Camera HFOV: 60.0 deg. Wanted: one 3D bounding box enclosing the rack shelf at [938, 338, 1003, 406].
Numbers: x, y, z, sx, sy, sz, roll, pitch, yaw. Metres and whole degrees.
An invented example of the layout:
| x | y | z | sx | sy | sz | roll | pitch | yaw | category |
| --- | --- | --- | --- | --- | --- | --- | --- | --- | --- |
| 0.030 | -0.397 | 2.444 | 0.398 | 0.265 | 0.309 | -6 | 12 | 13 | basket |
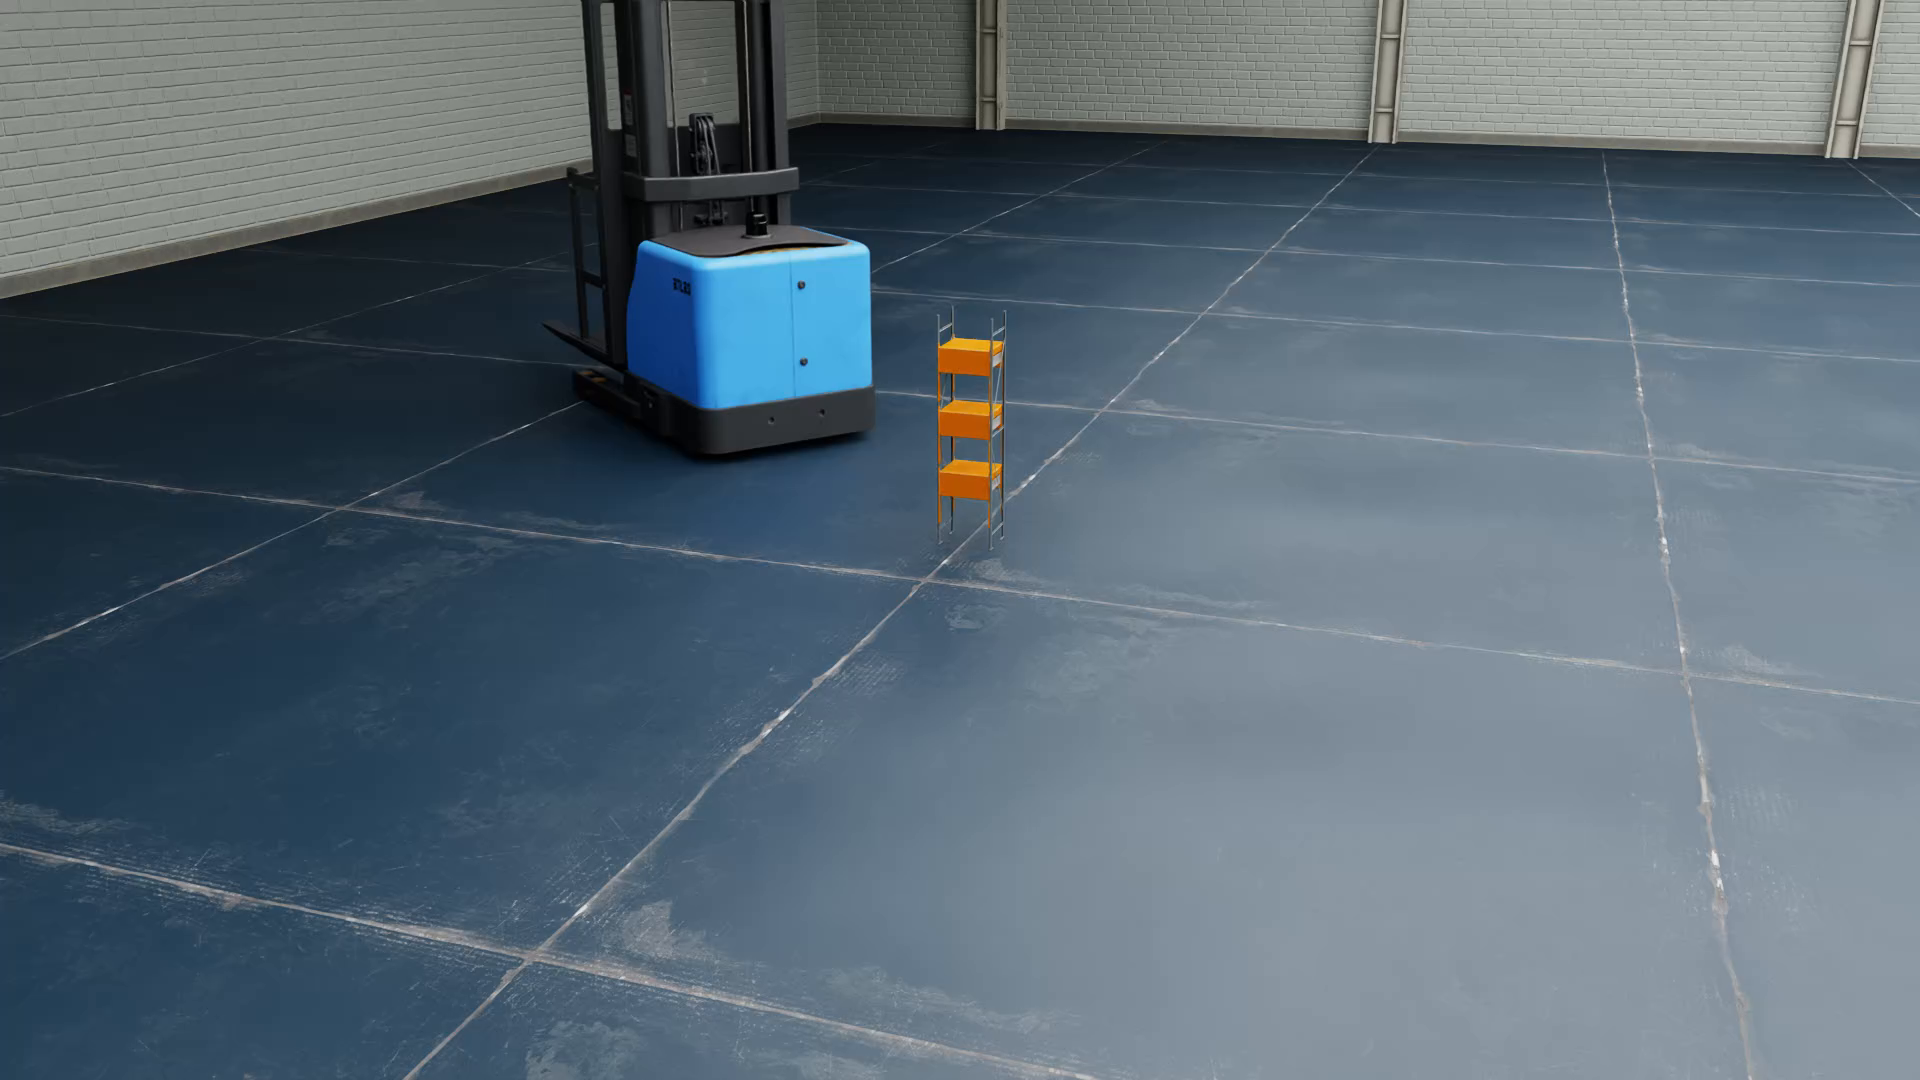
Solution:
| x | y | z | sx | sy | sz | roll | pitch | yaw | category |
| --- | --- | --- | --- | --- | --- | --- | --- | --- | --- |
| 0.051 | -0.748 | 7.297 | 0.240 | 0.259 | 0.215 | 7 | 20 | 18 | rack shelf |

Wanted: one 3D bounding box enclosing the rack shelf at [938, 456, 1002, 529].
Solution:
| x | y | z | sx | sy | sz | roll | pitch | yaw | category |
| --- | --- | --- | --- | --- | --- | --- | --- | --- | --- |
| 0.051 | -0.218 | 7.482 | 0.240 | 0.259 | 0.215 | 7 | 20 | 18 | rack shelf |

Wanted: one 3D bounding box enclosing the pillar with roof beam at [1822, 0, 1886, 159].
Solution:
| x | y | z | sx | sy | sz | roll | pitch | yaw | category |
| --- | --- | --- | --- | --- | --- | --- | --- | --- | --- |
| 10.401 | -8.053 | 17.008 | 0.400 | 9.000 | 9.100 | 7 | 20 | 18 | pillar with roof beam |

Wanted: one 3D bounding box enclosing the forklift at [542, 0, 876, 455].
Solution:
| x | y | z | sx | sy | sz | roll | pitch | yaw | category |
| --- | --- | --- | --- | --- | --- | --- | --- | --- | --- |
| -1.680 | -2.260 | 9.607 | 1.130 | 2.935 | 3.031 | -12 | 22 | -30 | forklift |

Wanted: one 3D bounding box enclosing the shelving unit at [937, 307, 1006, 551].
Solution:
| x | y | z | sx | sy | sz | roll | pitch | yaw | category |
| --- | --- | --- | --- | --- | --- | --- | --- | --- | --- |
| 0.051 | -0.490 | 7.387 | 0.252 | 1.050 | 0.215 | 7 | 20 | 18 | shelving unit |

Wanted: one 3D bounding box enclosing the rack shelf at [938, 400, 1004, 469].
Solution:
| x | y | z | sx | sy | sz | roll | pitch | yaw | category |
| --- | --- | --- | --- | --- | --- | --- | --- | --- | --- |
| 0.051 | -0.480 | 7.390 | 0.240 | 0.259 | 0.215 | 7 | 20 | 18 | rack shelf |

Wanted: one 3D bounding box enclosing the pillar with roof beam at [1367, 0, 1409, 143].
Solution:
| x | y | z | sx | sy | sz | roll | pitch | yaw | category |
| --- | --- | --- | --- | --- | --- | --- | --- | --- | --- |
| 4.734 | -8.701 | 18.867 | 0.400 | 9.000 | 9.100 | 7 | 20 | 18 | pillar with roof beam |

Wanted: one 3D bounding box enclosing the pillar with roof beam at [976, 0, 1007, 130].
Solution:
| x | y | z | sx | sy | sz | roll | pitch | yaw | category |
| --- | --- | --- | --- | --- | --- | --- | --- | --- | --- |
| -0.934 | -9.349 | 20.727 | 0.400 | 9.000 | 9.100 | 7 | 20 | 18 | pillar with roof beam |

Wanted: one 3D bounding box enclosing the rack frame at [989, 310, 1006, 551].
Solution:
| x | y | z | sx | sy | sz | roll | pitch | yaw | category |
| --- | --- | --- | --- | --- | --- | --- | --- | --- | --- |
| 0.166 | -0.477 | 7.349 | 0.008 | 1.050 | 0.200 | 7 | 20 | 18 | rack frame |

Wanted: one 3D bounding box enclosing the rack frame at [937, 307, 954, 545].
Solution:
| x | y | z | sx | sy | sz | roll | pitch | yaw | category |
| --- | --- | --- | --- | --- | --- | --- | --- | --- | --- |
| -0.065 | -0.503 | 7.425 | 0.008 | 1.050 | 0.200 | 7 | 20 | 18 | rack frame |
